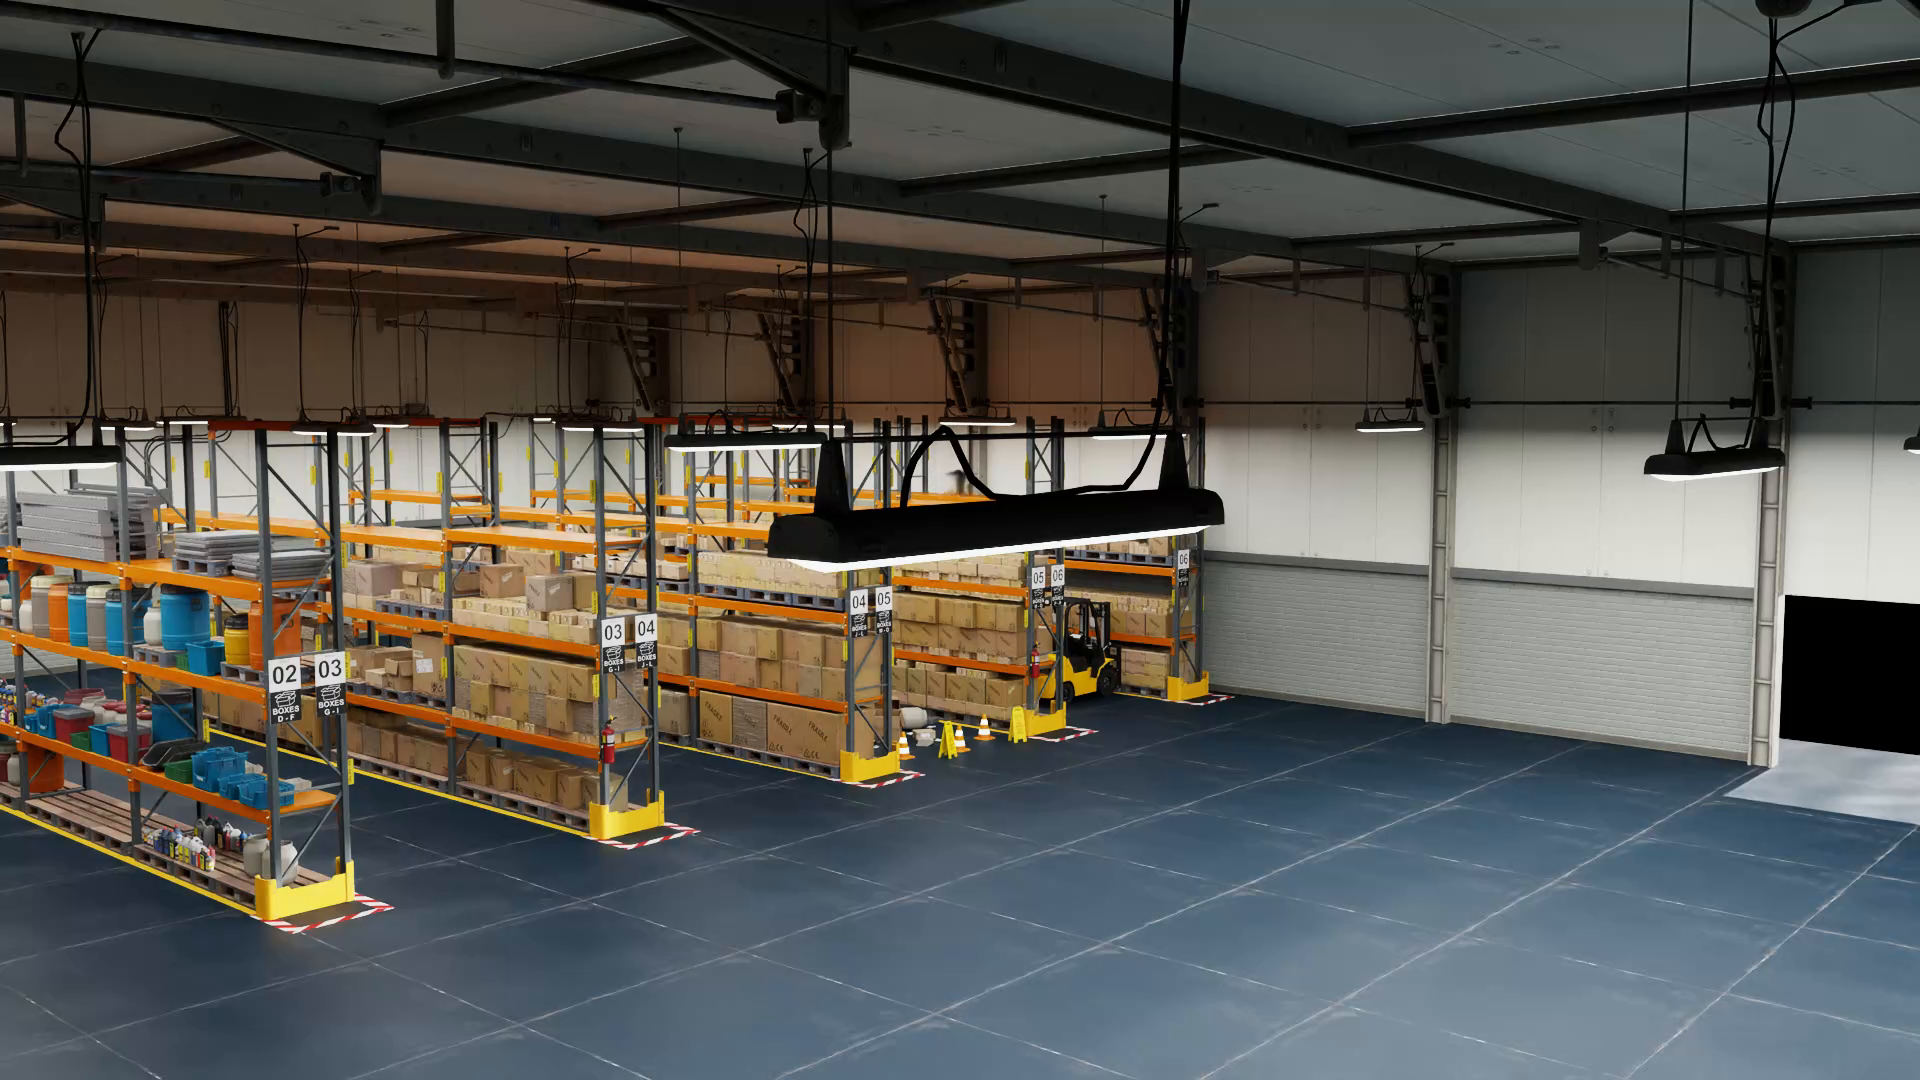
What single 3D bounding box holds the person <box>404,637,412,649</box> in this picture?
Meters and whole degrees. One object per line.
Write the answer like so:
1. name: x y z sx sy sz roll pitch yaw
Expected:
1. person: -13.688 1.995 41.625 0.756 1.825 0.950 1 5 6
